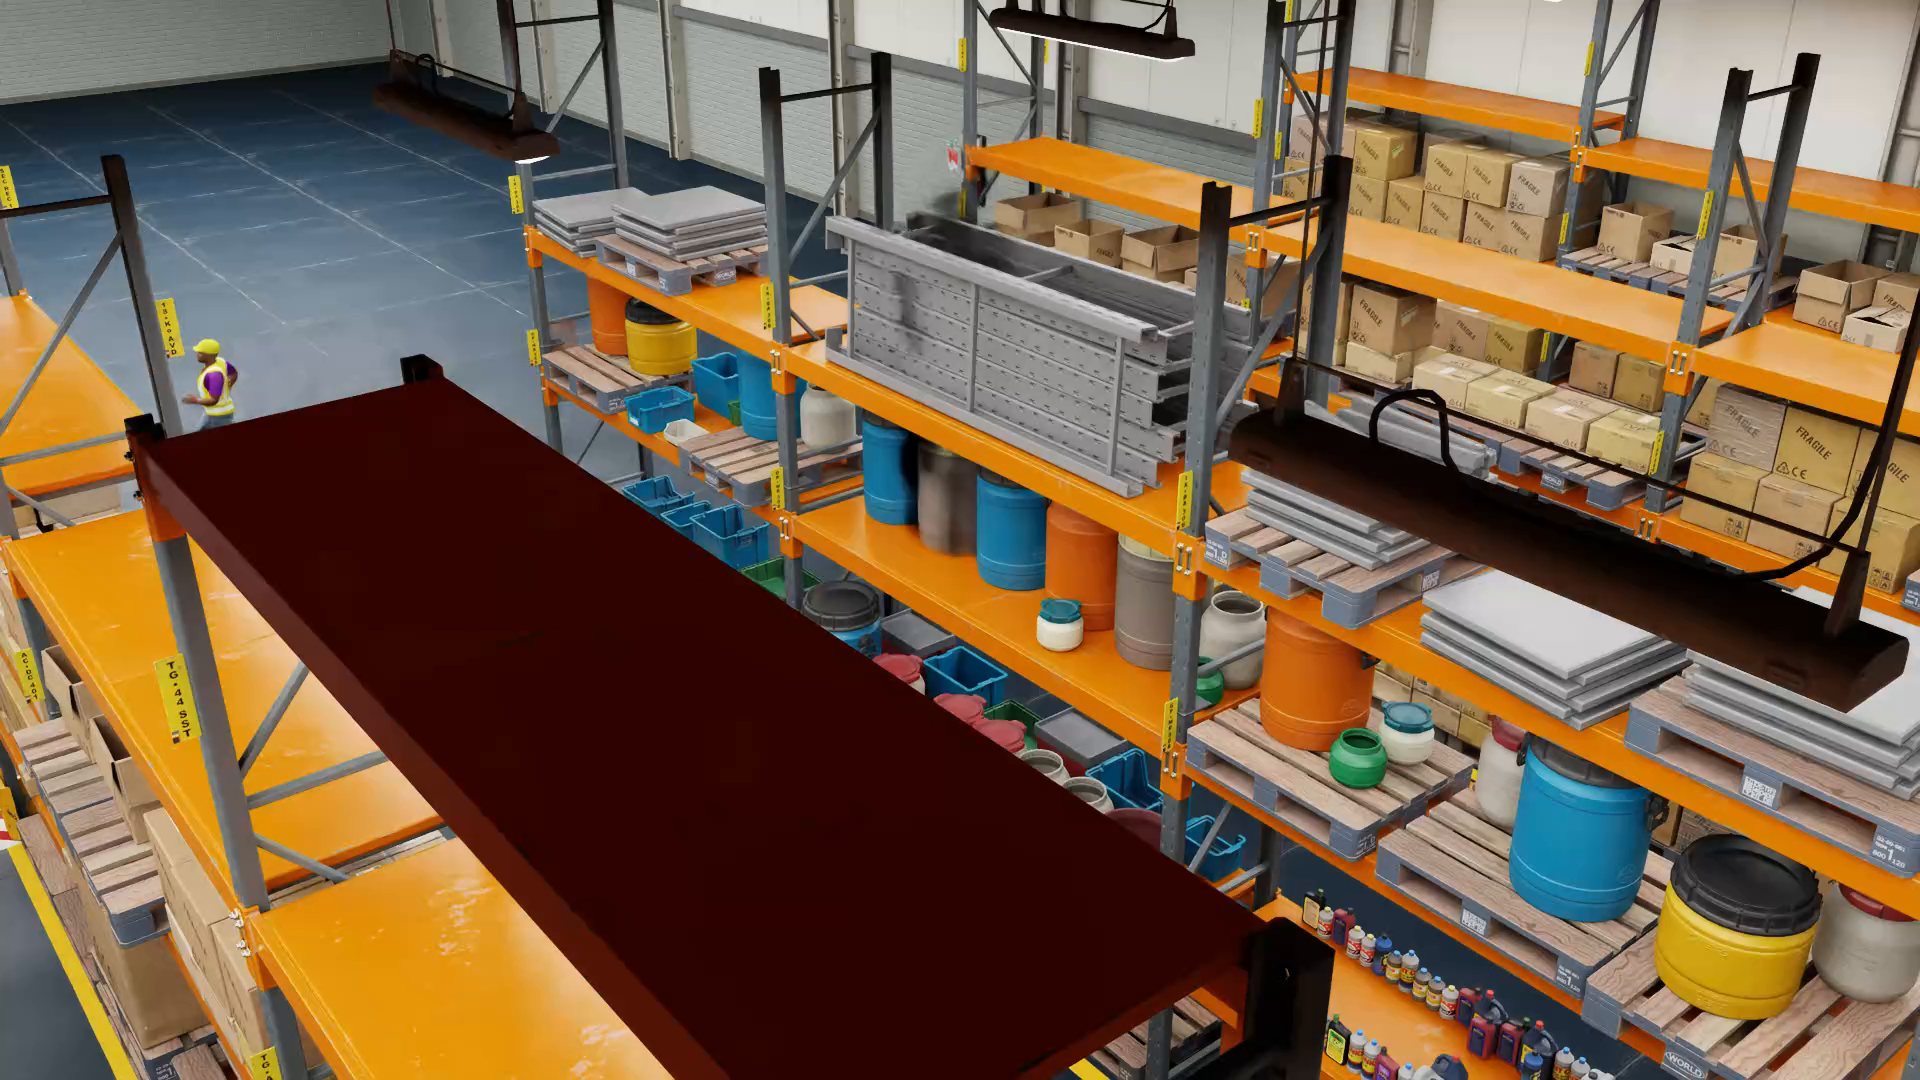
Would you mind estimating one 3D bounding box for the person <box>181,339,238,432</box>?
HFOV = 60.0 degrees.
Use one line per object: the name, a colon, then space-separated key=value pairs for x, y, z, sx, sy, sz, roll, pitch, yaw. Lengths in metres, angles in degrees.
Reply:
person: x=-8.657 y=-1.502 z=19.343 sx=0.678 sy=1.743 sz=0.679 roll=-12 pitch=28 yaw=-23
